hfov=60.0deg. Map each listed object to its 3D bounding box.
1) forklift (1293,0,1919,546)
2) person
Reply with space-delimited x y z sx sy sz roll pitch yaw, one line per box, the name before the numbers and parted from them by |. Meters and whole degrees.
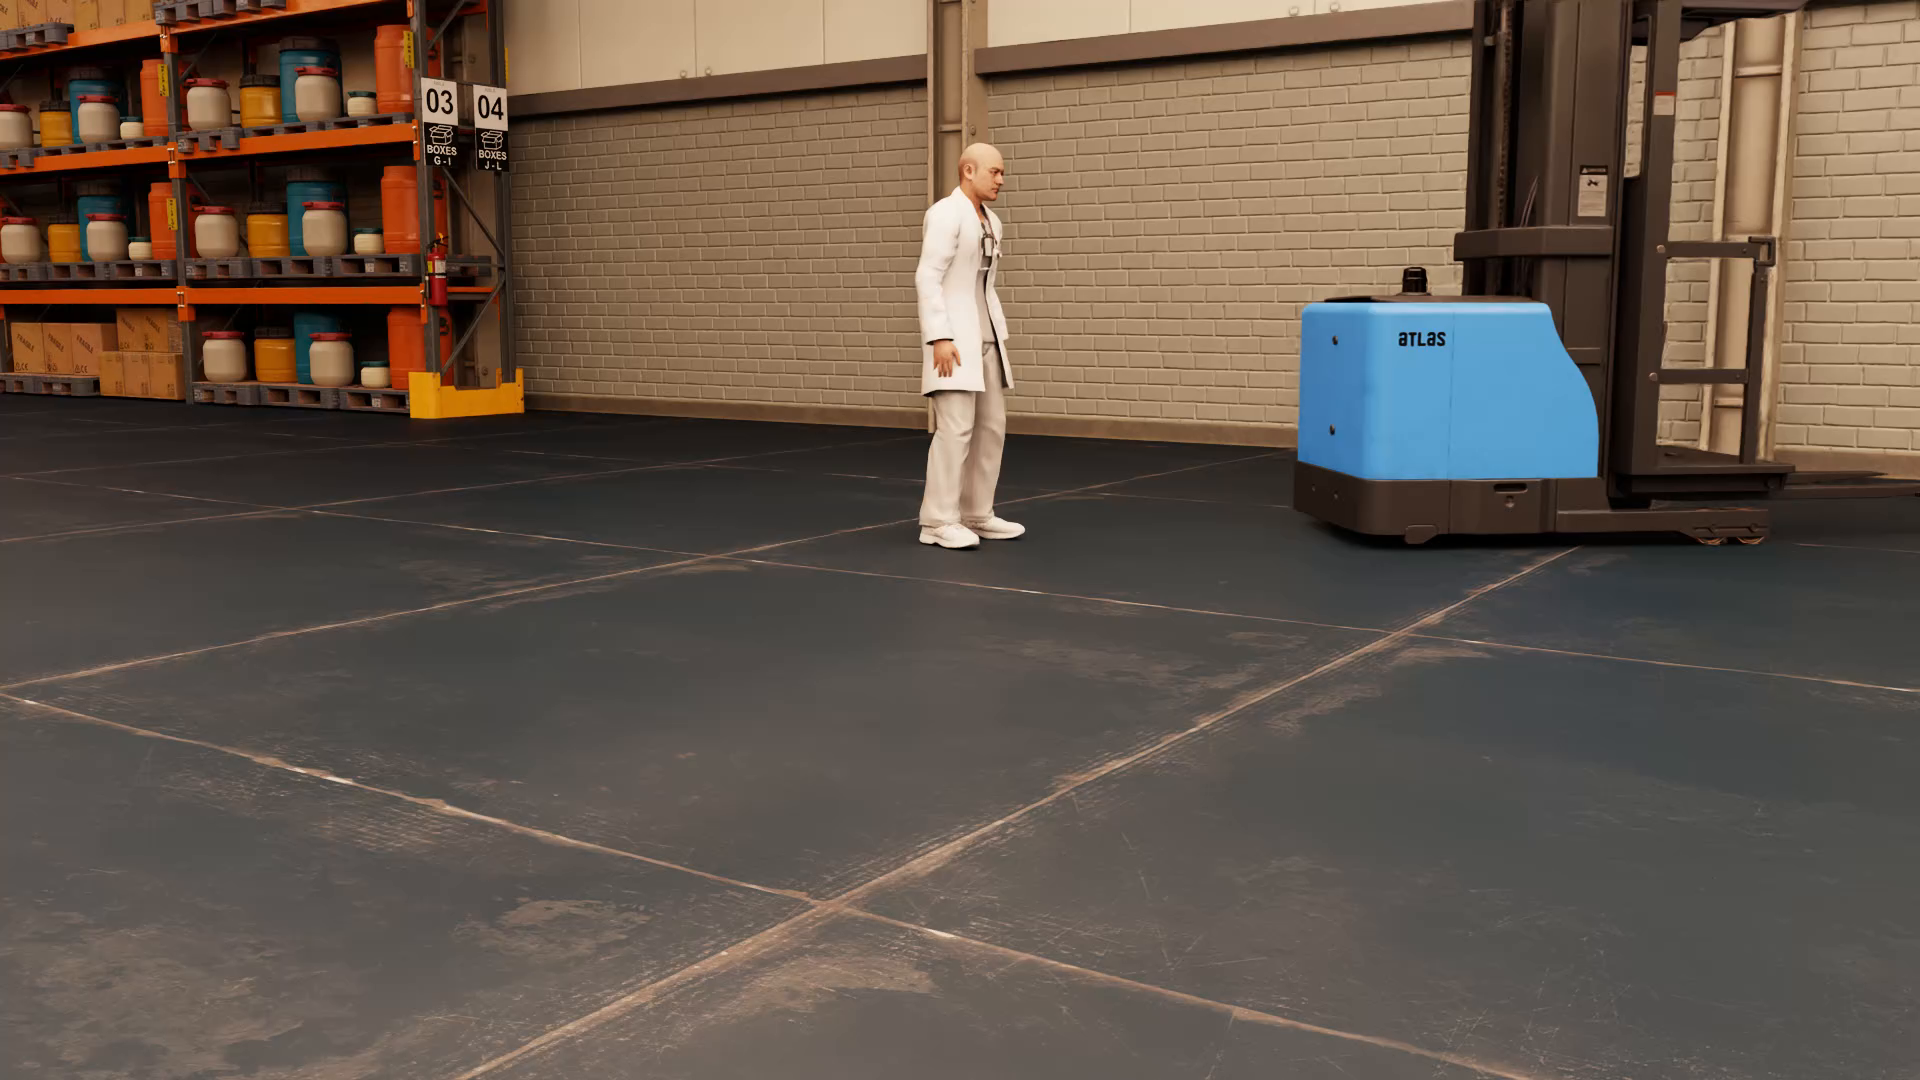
forklift | 3.193 -1.499 7.732 3.031 2.935 1.130 -1 8 -7
person | 0.039 -0.877 7.478 0.434 1.772 0.645 5 9 30
